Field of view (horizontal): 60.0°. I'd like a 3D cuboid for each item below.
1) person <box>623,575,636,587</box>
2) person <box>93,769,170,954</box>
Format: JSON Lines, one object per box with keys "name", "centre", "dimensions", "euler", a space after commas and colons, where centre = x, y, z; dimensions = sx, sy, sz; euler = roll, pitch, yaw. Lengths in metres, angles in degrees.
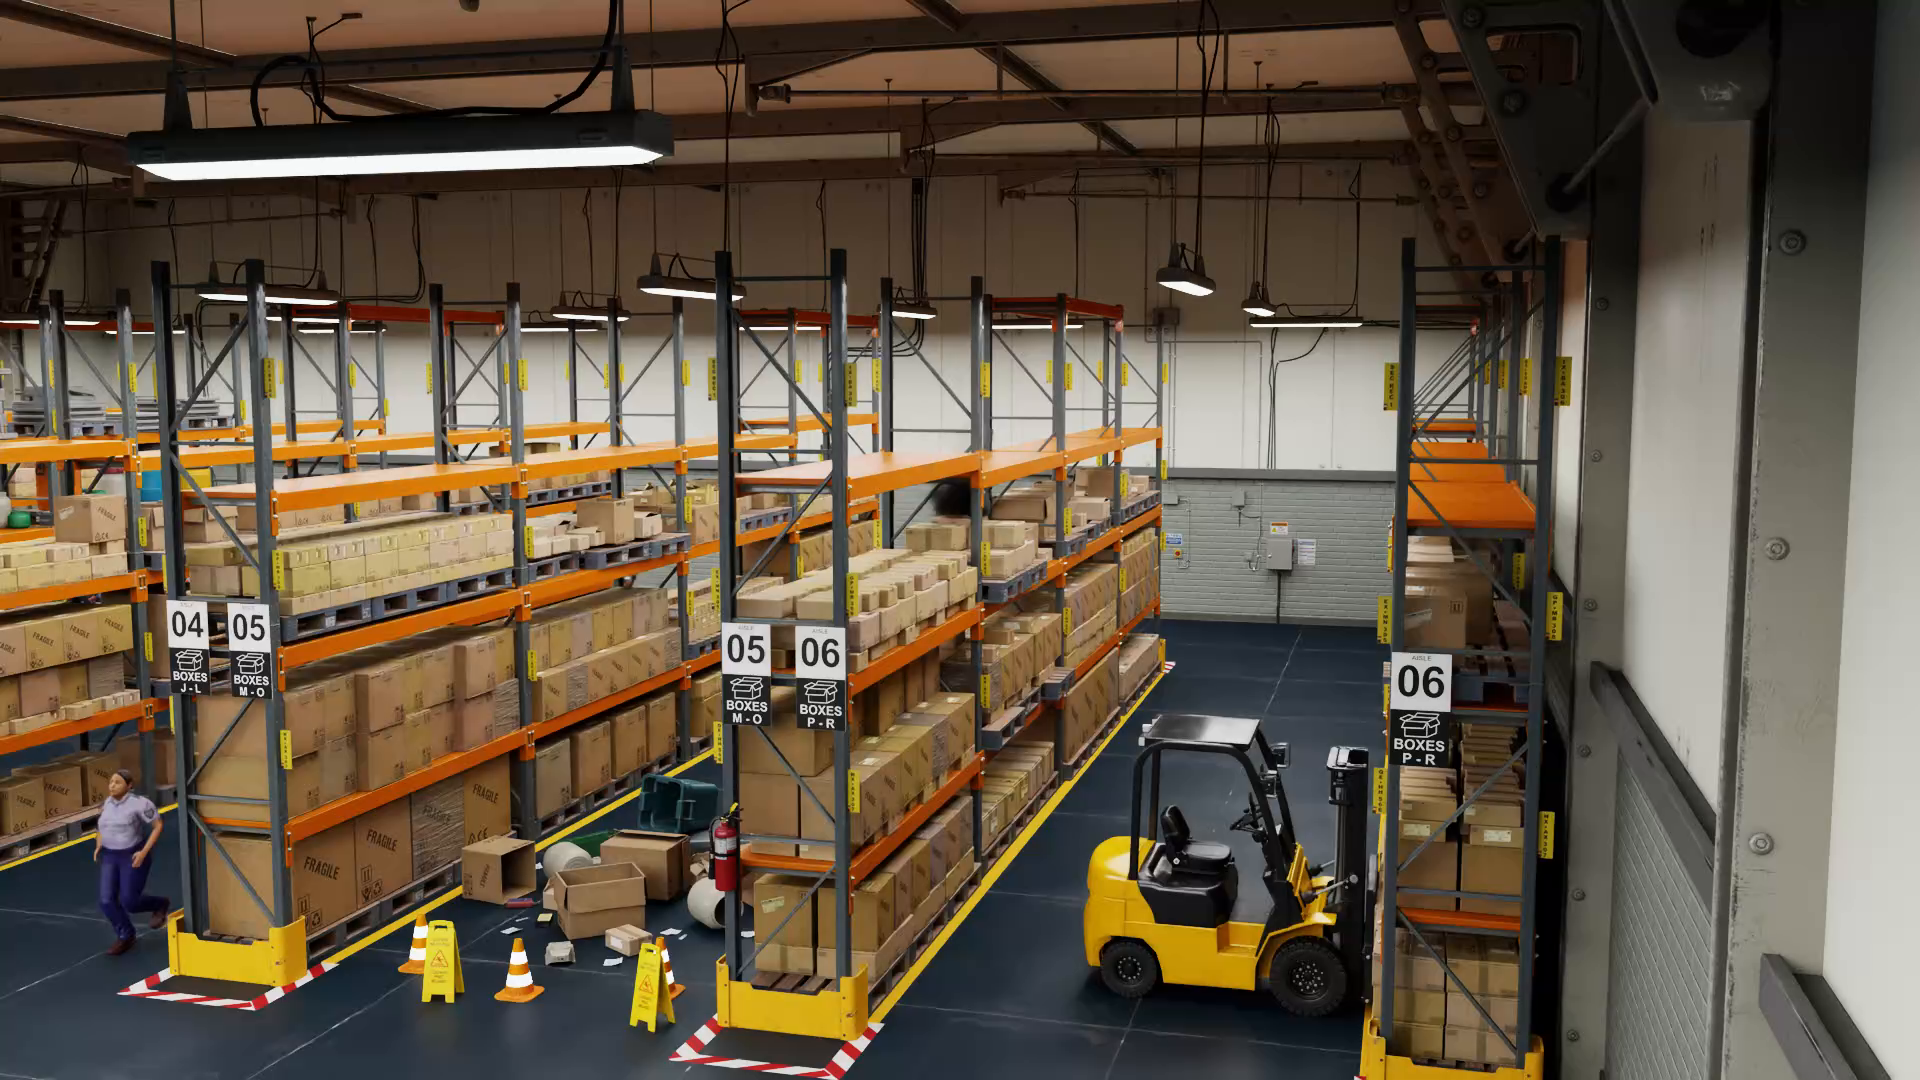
{"name": "person", "centre": [-5.600, 1.376, 28.175], "dimensions": [0.620, 1.663, 0.643], "euler": [0, 6, 5]}
{"name": "person", "centre": [-7.361, 2.814, 14.775], "dimensions": [0.628, 1.607, 0.596], "euler": [1, 6, 11]}
